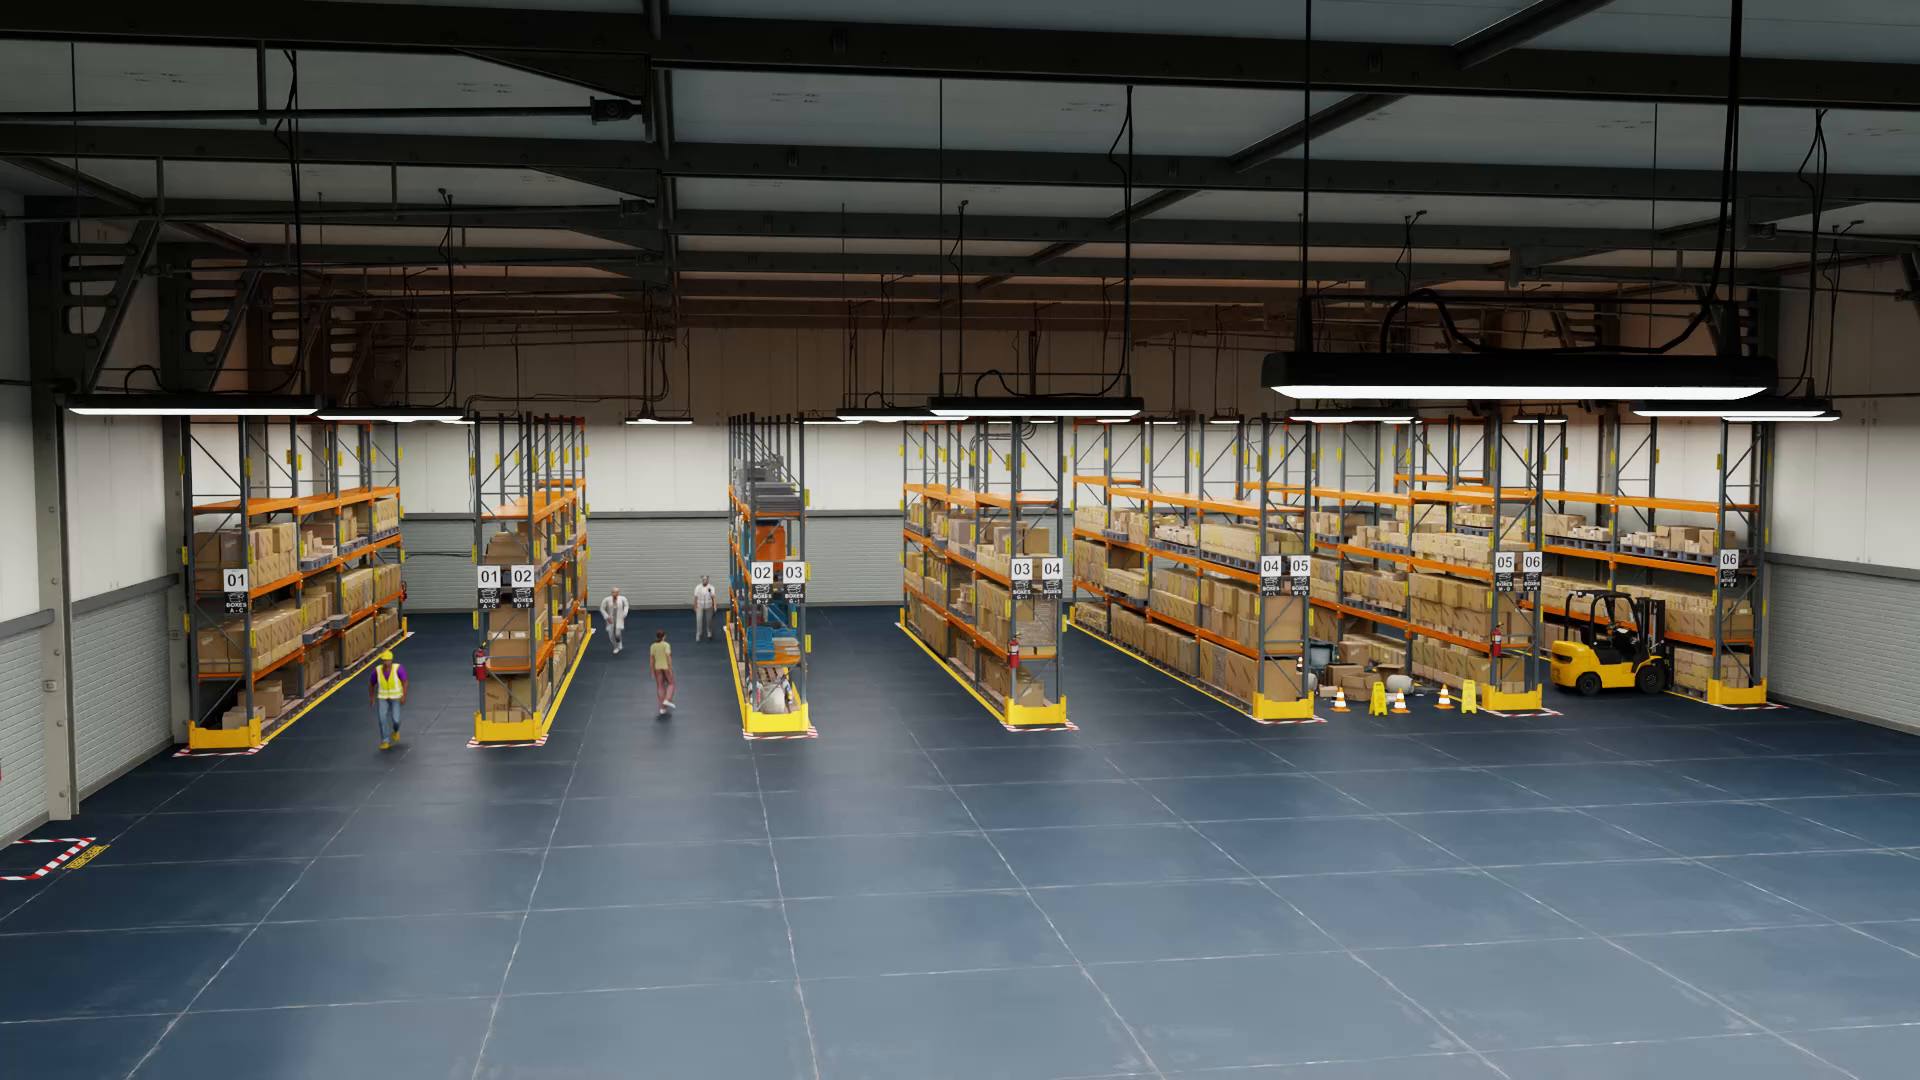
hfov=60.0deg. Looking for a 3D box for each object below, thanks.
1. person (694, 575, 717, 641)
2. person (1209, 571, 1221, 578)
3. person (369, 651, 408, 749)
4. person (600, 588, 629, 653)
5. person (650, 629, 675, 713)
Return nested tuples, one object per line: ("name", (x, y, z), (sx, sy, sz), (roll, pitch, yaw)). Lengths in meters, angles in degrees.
("person", (-6.853, 1.799, 44.713), (0.640, 1.738, 1.010), (0, 4, 0))
("person", (7.877, 1.418, 51.088), (0.933, 1.638, 0.475), (-1, 4, -14))
("person", (-10.232, 2.833, 29.792), (0.664, 1.746, 0.644), (-1, 4, -11))
("person", (-8.737, 2.126, 42.060), (0.679, 1.495, 0.671), (0, 4, -2))
("person", (-5.961, 2.671, 33.324), (0.514, 1.558, 0.471), (0, 4, 1))
